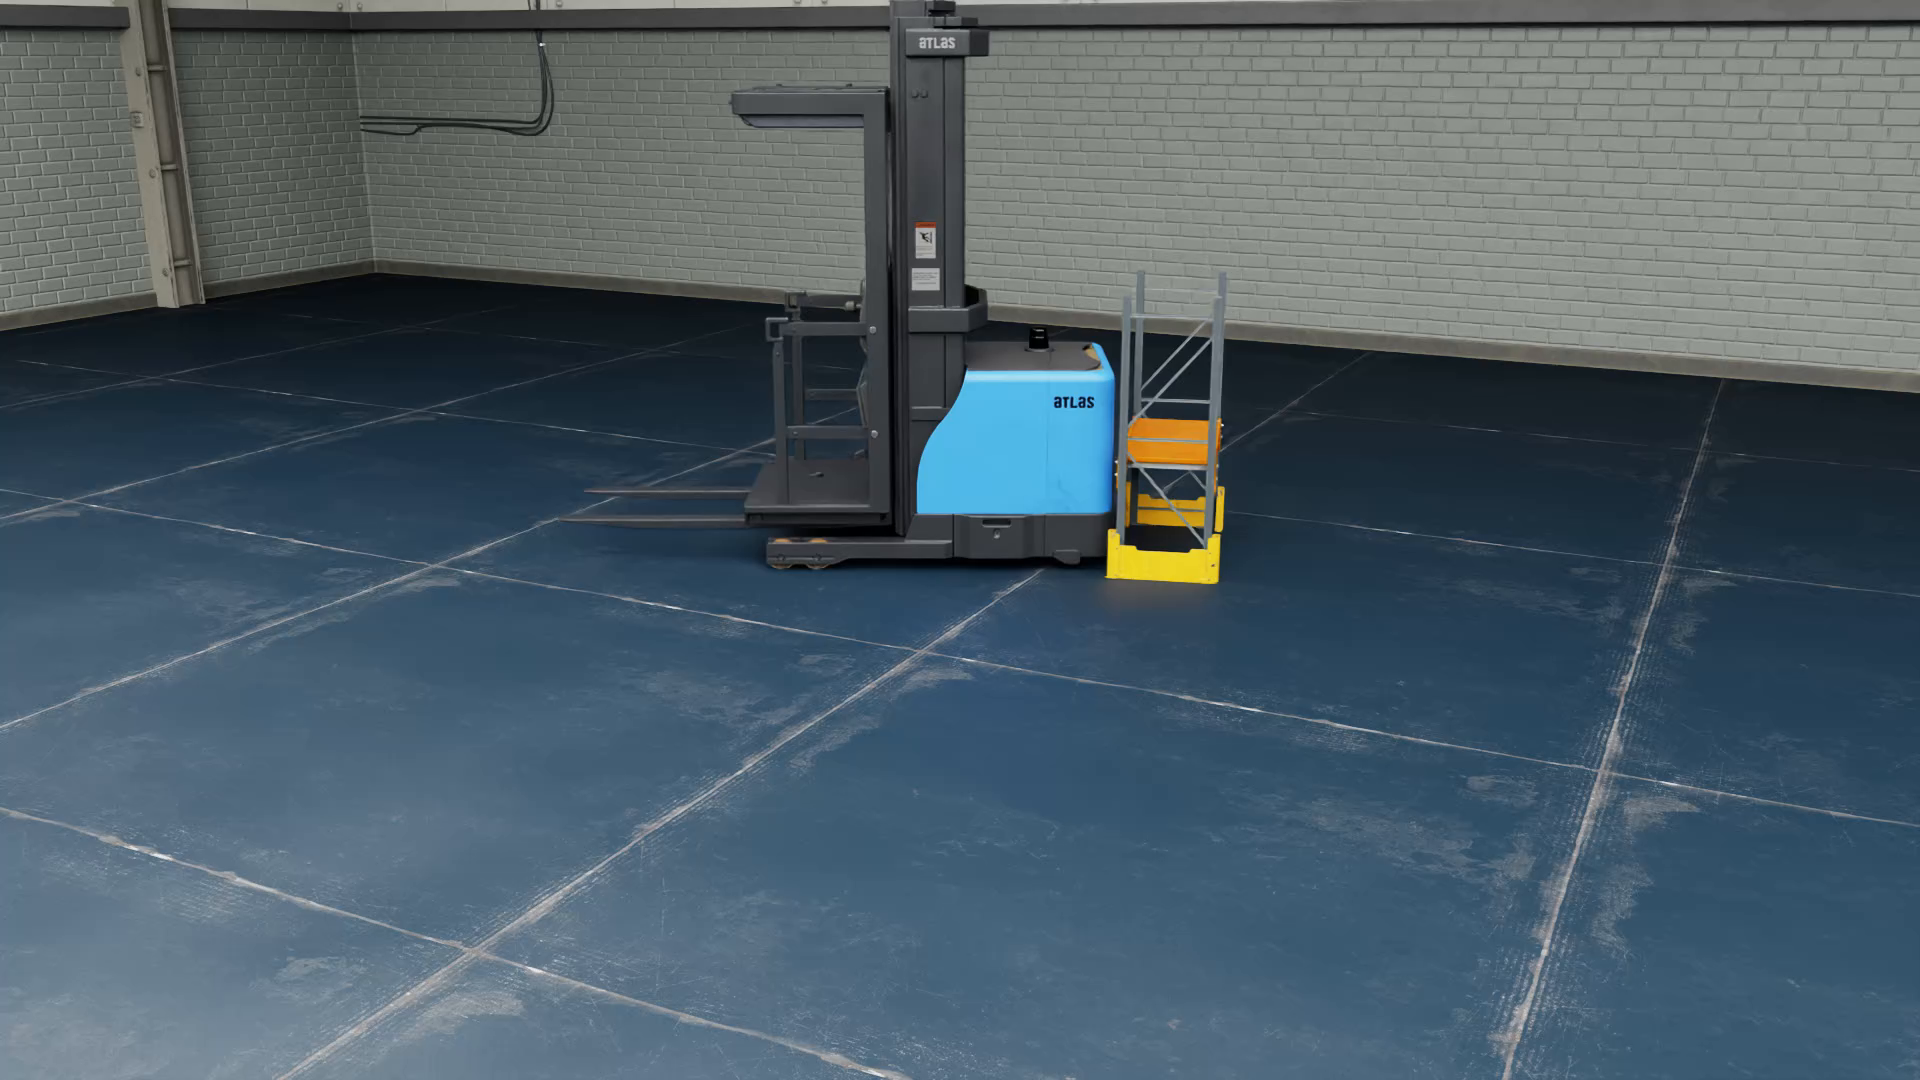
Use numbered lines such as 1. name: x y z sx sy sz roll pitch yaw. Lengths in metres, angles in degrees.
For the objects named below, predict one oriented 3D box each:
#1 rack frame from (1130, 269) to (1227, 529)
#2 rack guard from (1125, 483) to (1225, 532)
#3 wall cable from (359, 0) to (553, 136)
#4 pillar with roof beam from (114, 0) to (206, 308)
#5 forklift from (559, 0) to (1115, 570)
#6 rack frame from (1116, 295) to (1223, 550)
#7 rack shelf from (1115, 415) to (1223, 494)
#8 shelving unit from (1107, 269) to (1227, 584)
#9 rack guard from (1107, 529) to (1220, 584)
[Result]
1. rack frame: 1.251 -0.798 9.576 0.500 1.500 0.032 3 17 10
2. rack guard: 1.247 -0.193 9.735 0.587 0.250 0.087 3 17 10
3. wall cable: -6.022 -5.982 19.313 3.097 2.526 0.112 8 18 25
4. pillar with roof beam: -4.670 -6.340 15.066 9.100 9.000 0.400 8 18 25
5. forklift: -0.682 -1.394 9.071 3.031 2.935 1.130 0 17 0
6. rack frame: 1.075 -0.513 8.616 0.500 1.500 0.032 3 17 10
7. rack shelf: 1.163 -0.483 9.147 0.538 0.185 1.000 3 17 10
8. shelving unit: 1.161 -0.653 9.087 0.587 1.500 1.083 3 17 10
9. rack guard: 1.075 0.086 8.795 0.587 0.250 0.087 3 17 10
